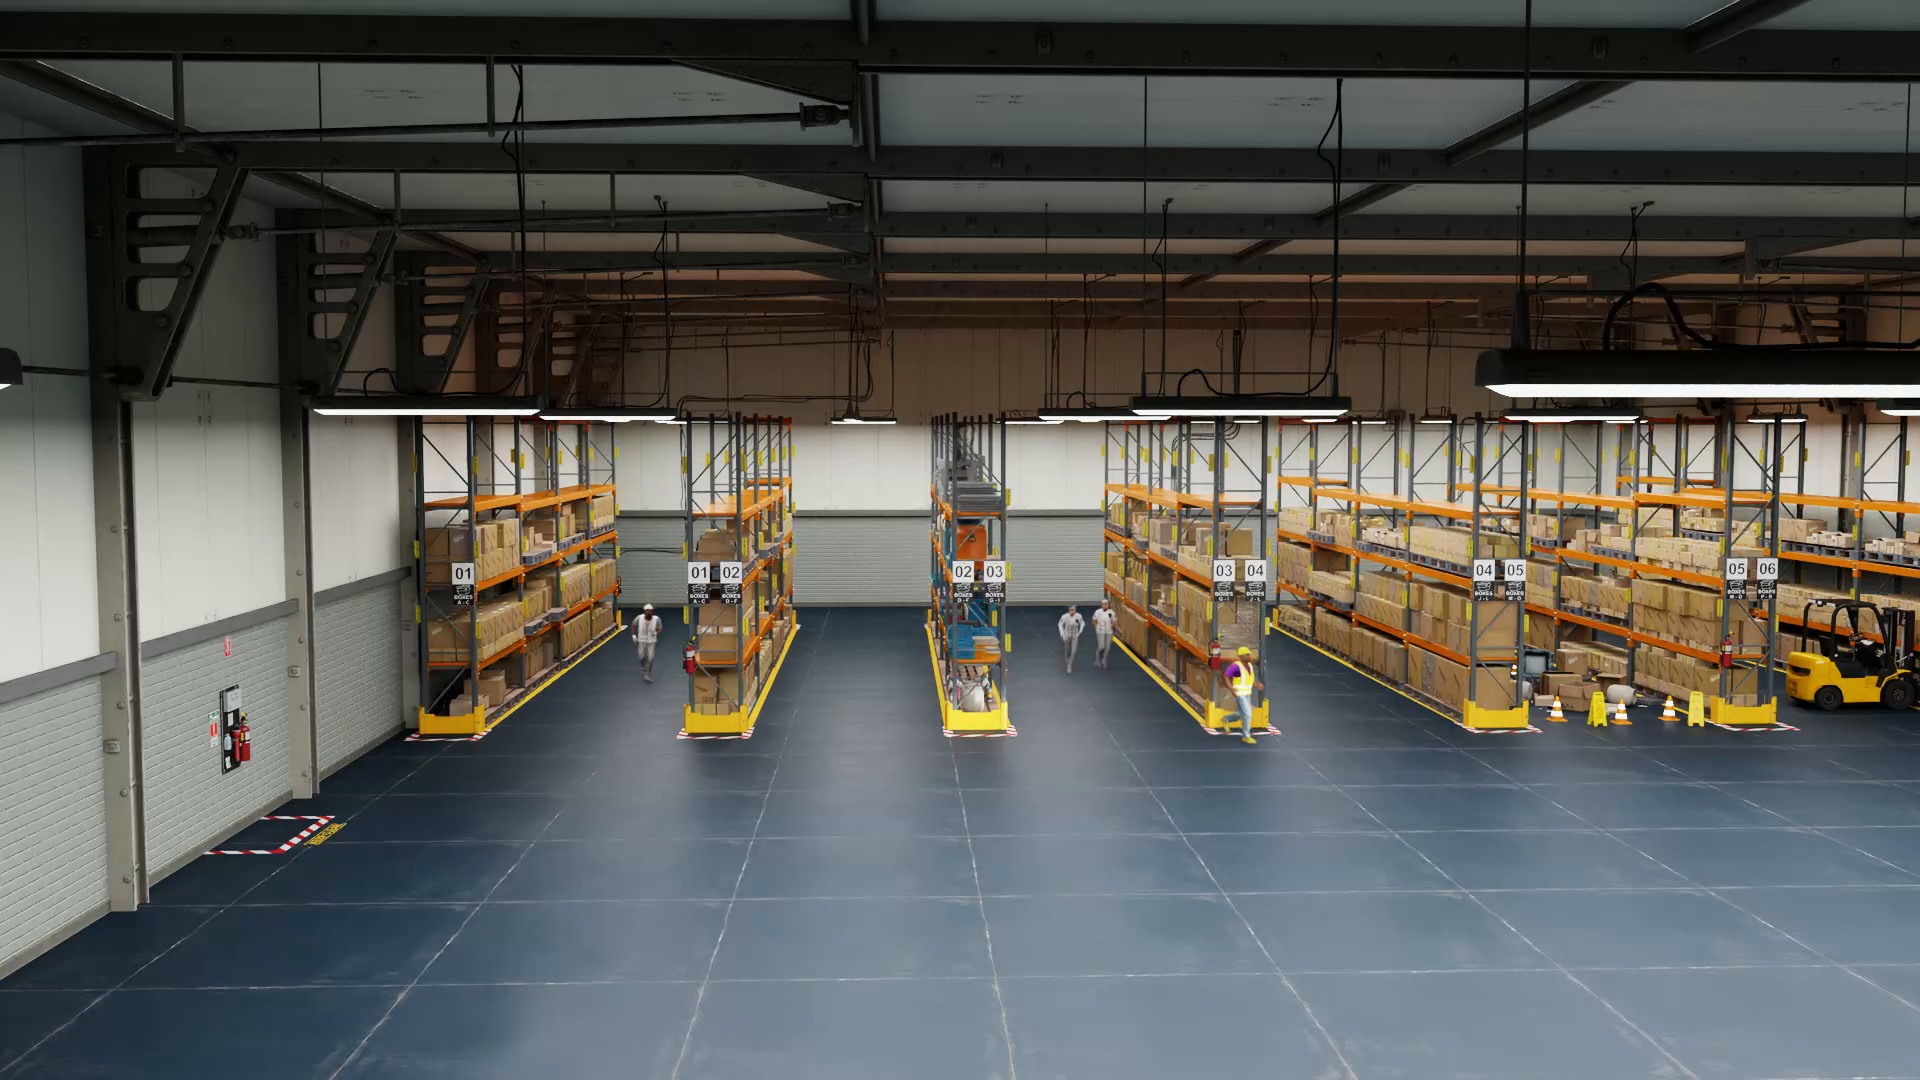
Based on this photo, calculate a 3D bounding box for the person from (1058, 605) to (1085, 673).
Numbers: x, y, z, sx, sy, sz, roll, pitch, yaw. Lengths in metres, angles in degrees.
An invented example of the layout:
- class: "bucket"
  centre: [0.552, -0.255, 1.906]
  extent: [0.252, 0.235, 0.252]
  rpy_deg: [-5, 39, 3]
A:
- class: "person"
  centre: [2.609, 2.288, 39.051]
  extent: [0.619, 1.630, 0.841]
  rpy_deg: [0, 4, -6]

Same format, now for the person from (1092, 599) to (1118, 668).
- class: "person"
  centre: [3.448, 2.222, 39.397]
  extent: [0.586, 1.634, 0.576]
  rpy_deg: [0, 4, -3]

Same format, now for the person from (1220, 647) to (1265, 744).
- class: "person"
  centre: [5.062, 2.801, 30.293]
  extent: [0.850, 1.740, 0.681]
  rpy_deg: [4, 5, 43]

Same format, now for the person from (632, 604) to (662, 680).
- class: "person"
  centre: [-7.036, 2.309, 37.387]
  extent: [0.680, 1.728, 0.617]
  rpy_deg: [-1, 4, -10]
